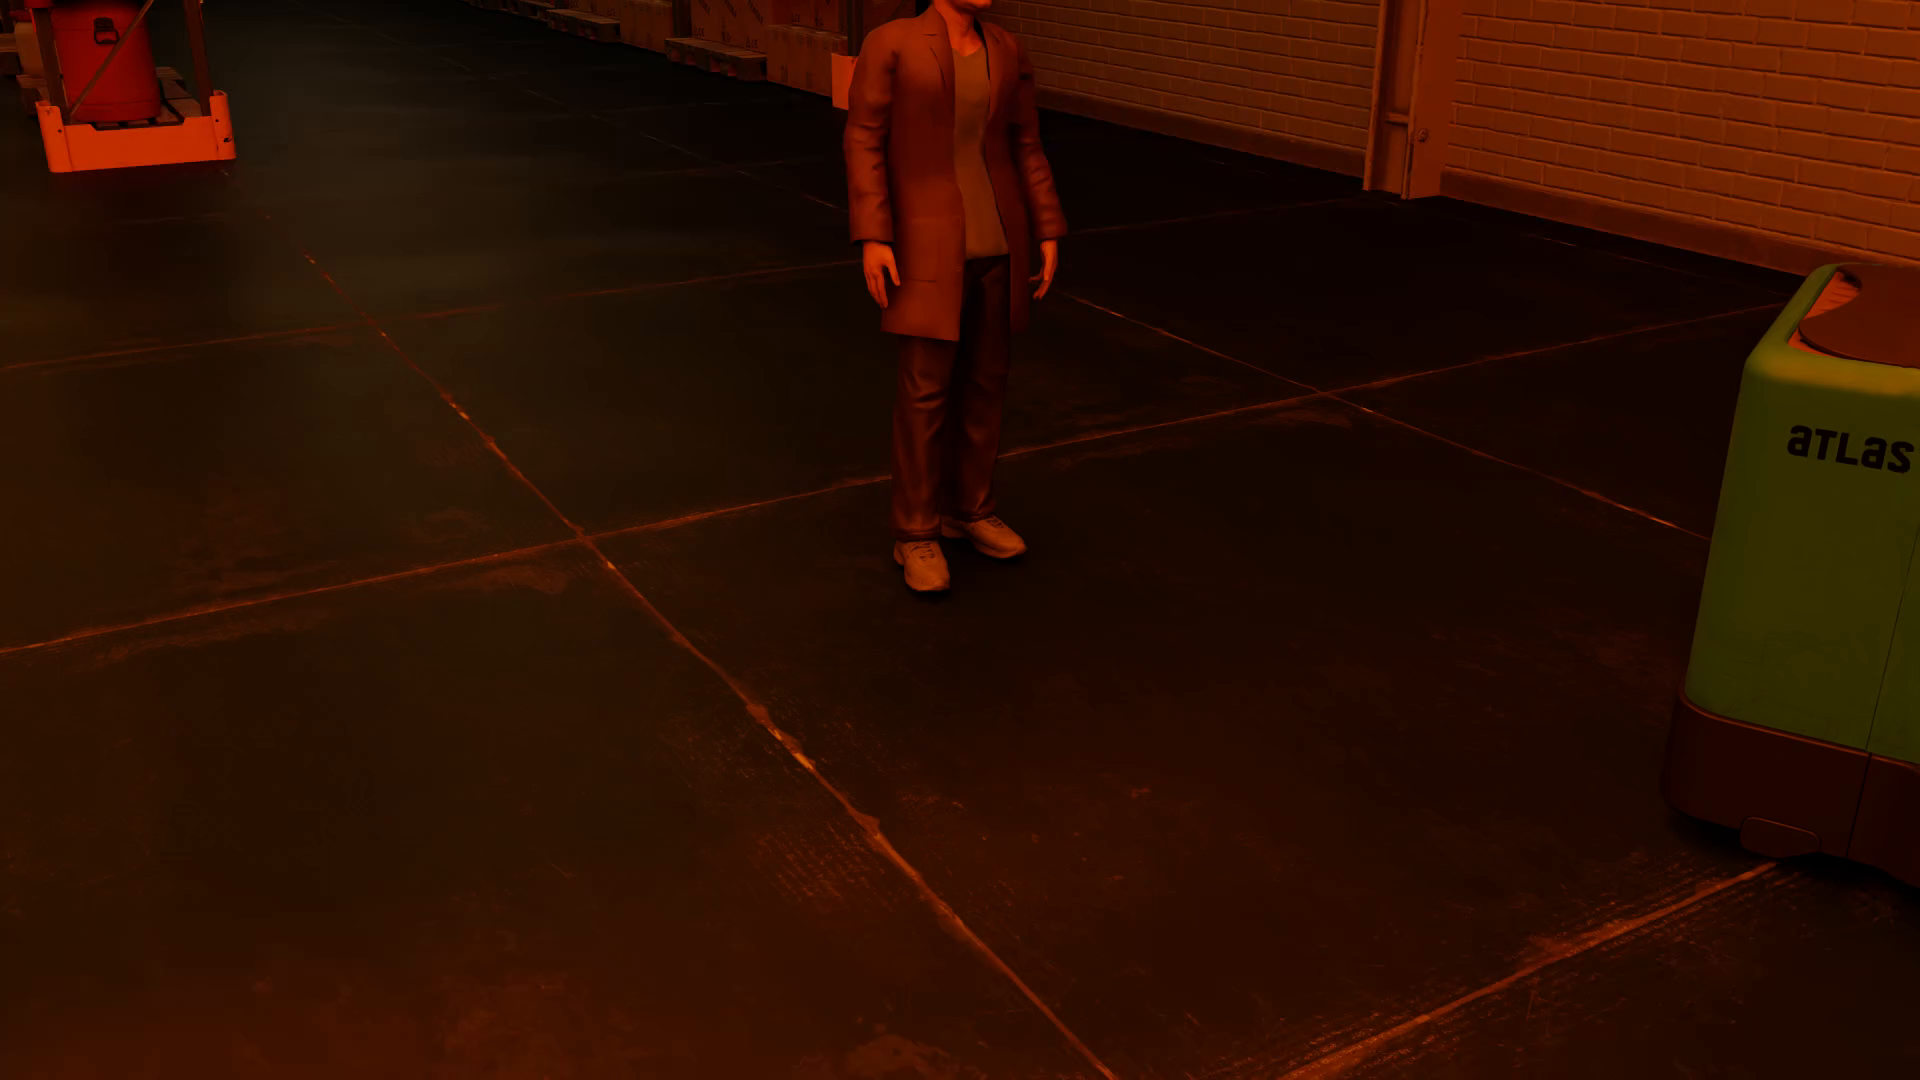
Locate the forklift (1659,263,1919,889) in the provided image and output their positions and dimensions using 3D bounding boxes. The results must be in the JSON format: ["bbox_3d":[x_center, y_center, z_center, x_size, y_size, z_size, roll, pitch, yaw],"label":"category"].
[{"bbox_3d":[3.032,-0.575,2.675,3.031,2.935,1.130,14,26,30],"label":"forklift"}]

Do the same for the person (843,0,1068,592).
[{"bbox_3d":[0.043,-0.798,4.719,0.696,1.778,0.579,-12,25,-28],"label":"person"}]
